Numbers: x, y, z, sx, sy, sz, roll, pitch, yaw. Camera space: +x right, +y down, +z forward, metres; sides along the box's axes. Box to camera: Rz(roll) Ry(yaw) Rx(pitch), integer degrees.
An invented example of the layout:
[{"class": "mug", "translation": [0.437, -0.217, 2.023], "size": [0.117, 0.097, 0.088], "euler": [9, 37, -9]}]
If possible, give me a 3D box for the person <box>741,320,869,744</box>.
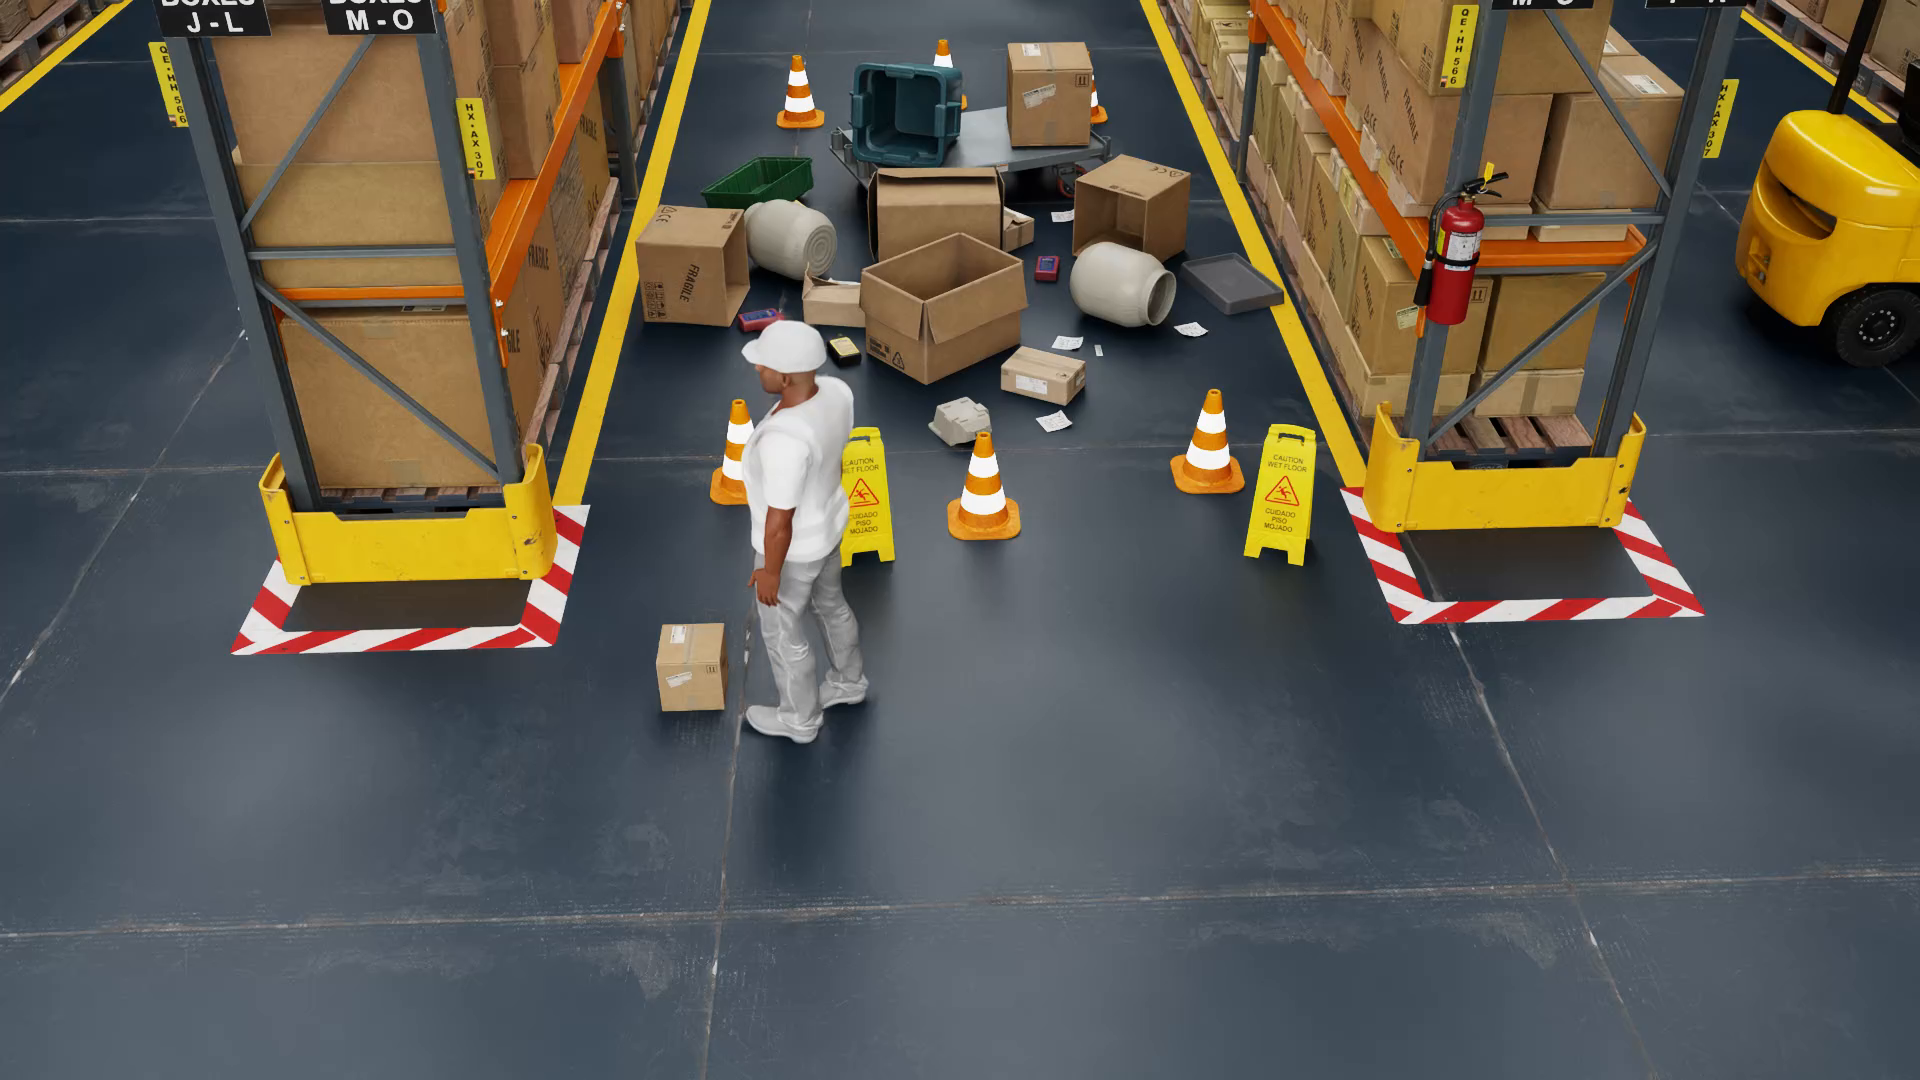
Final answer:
[{"class": "person", "translation": [-0.616, -0.015, 6.159], "size": [0.426, 1.777, 0.568], "euler": [11, 36, 15]}]
